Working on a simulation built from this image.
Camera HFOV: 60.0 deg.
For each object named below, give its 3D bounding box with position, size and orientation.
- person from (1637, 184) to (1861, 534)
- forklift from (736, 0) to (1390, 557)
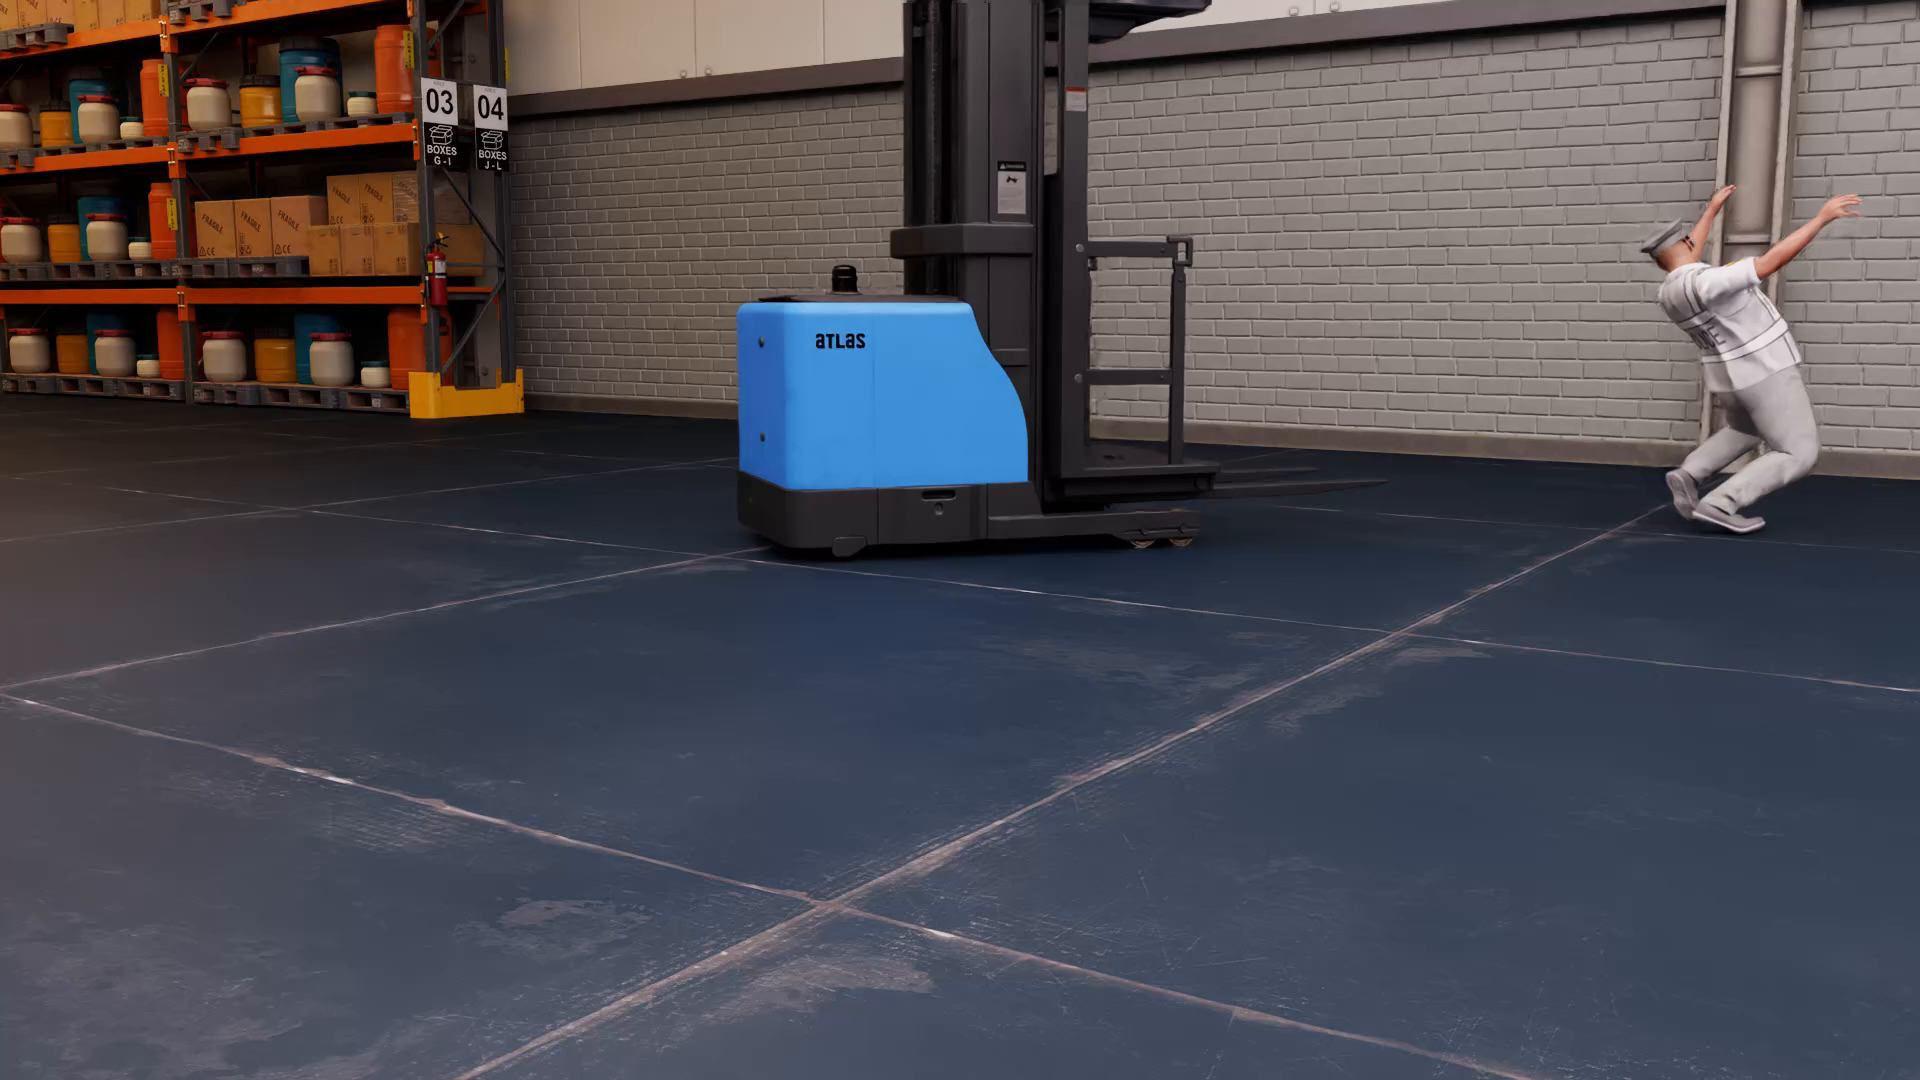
[{"bbox_3d":[3.607,-0.854,7.815,0.782,1.665,0.995,0,8,-2],"label":"person"},{"bbox_3d":[0.539,-1.484,7.625,3.031,2.935,1.130,-3,9,-20],"label":"forklift"}]
